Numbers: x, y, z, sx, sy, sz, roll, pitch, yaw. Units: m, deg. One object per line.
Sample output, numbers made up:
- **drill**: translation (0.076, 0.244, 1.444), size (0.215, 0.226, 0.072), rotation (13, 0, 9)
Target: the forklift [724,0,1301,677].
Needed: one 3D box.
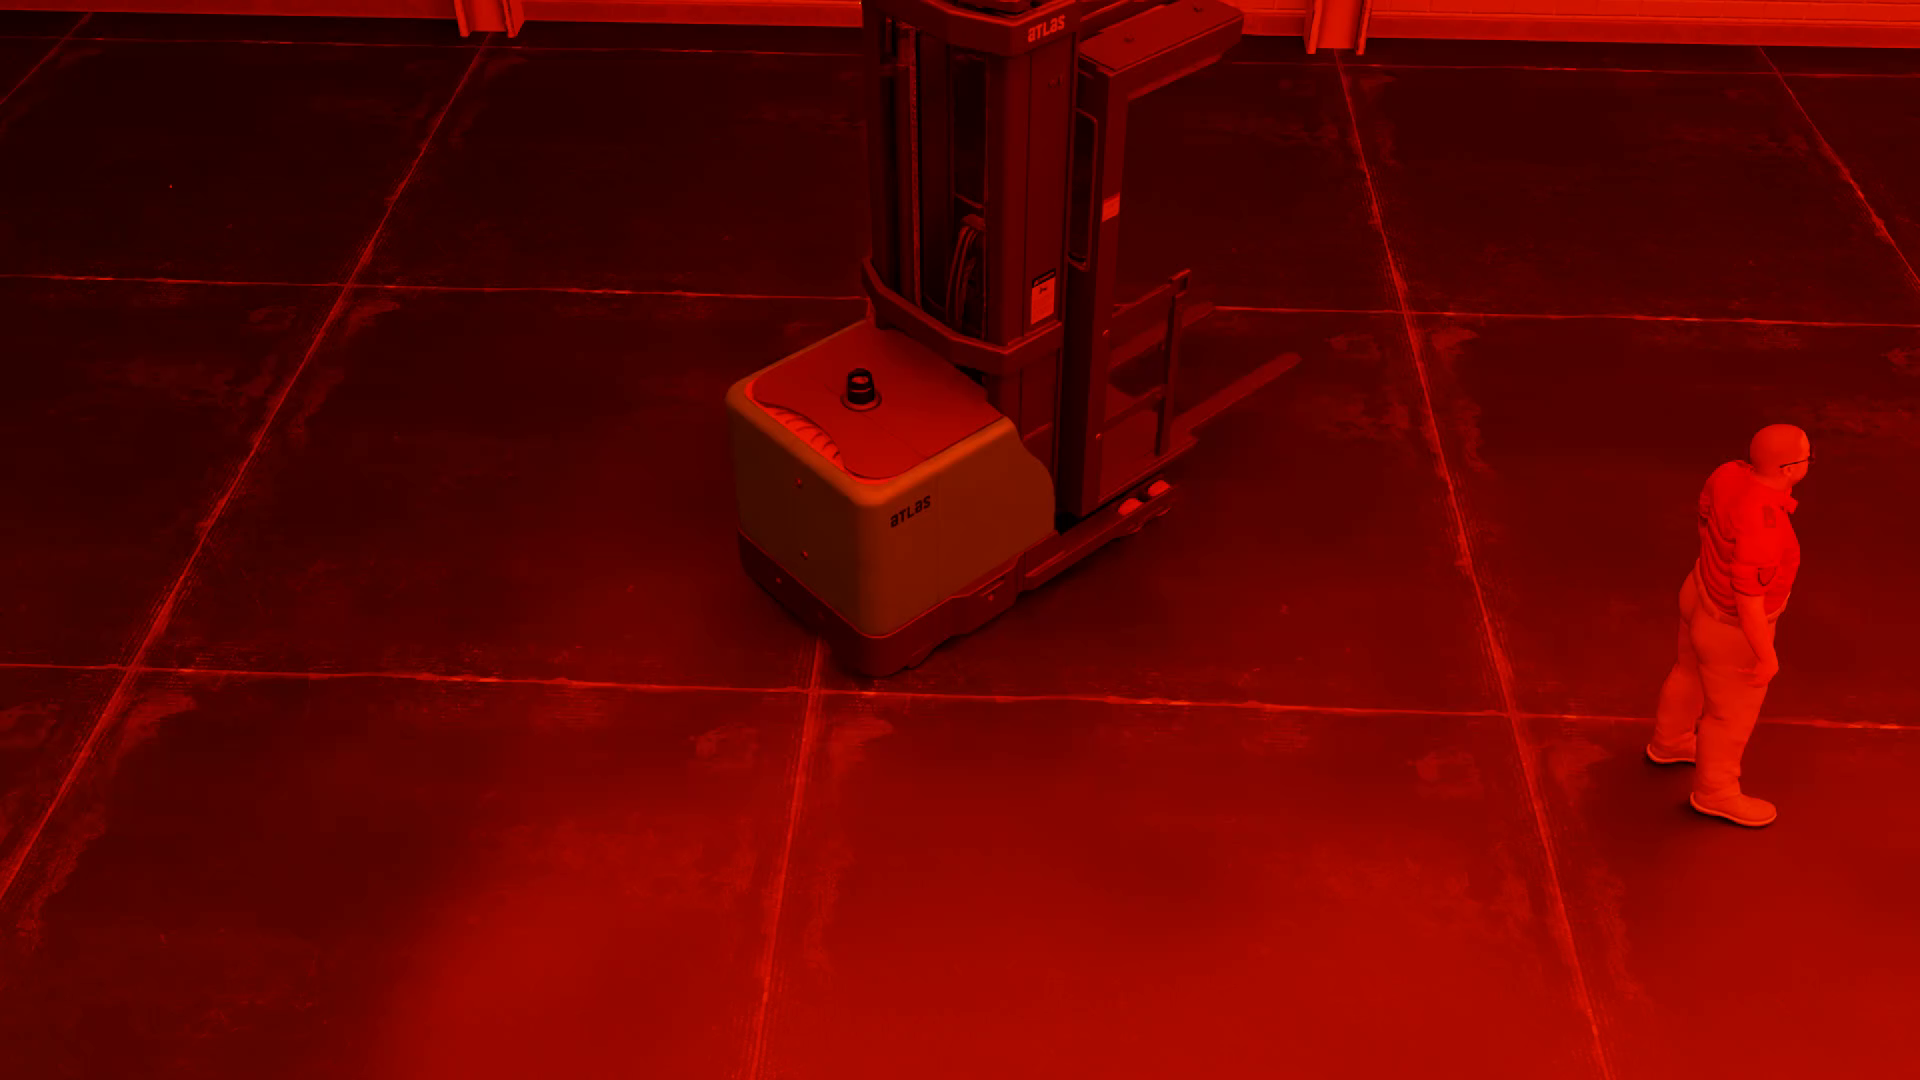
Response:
- **forklift**: translation (0.421, -1.353, 7.225), size (3.031, 2.935, 1.130), rotation (-31, 51, -29)

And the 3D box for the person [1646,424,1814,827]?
- **person**: translation (3.010, 0.291, 6.305), size (0.551, 1.727, 0.640), rotation (2, 42, 2)
